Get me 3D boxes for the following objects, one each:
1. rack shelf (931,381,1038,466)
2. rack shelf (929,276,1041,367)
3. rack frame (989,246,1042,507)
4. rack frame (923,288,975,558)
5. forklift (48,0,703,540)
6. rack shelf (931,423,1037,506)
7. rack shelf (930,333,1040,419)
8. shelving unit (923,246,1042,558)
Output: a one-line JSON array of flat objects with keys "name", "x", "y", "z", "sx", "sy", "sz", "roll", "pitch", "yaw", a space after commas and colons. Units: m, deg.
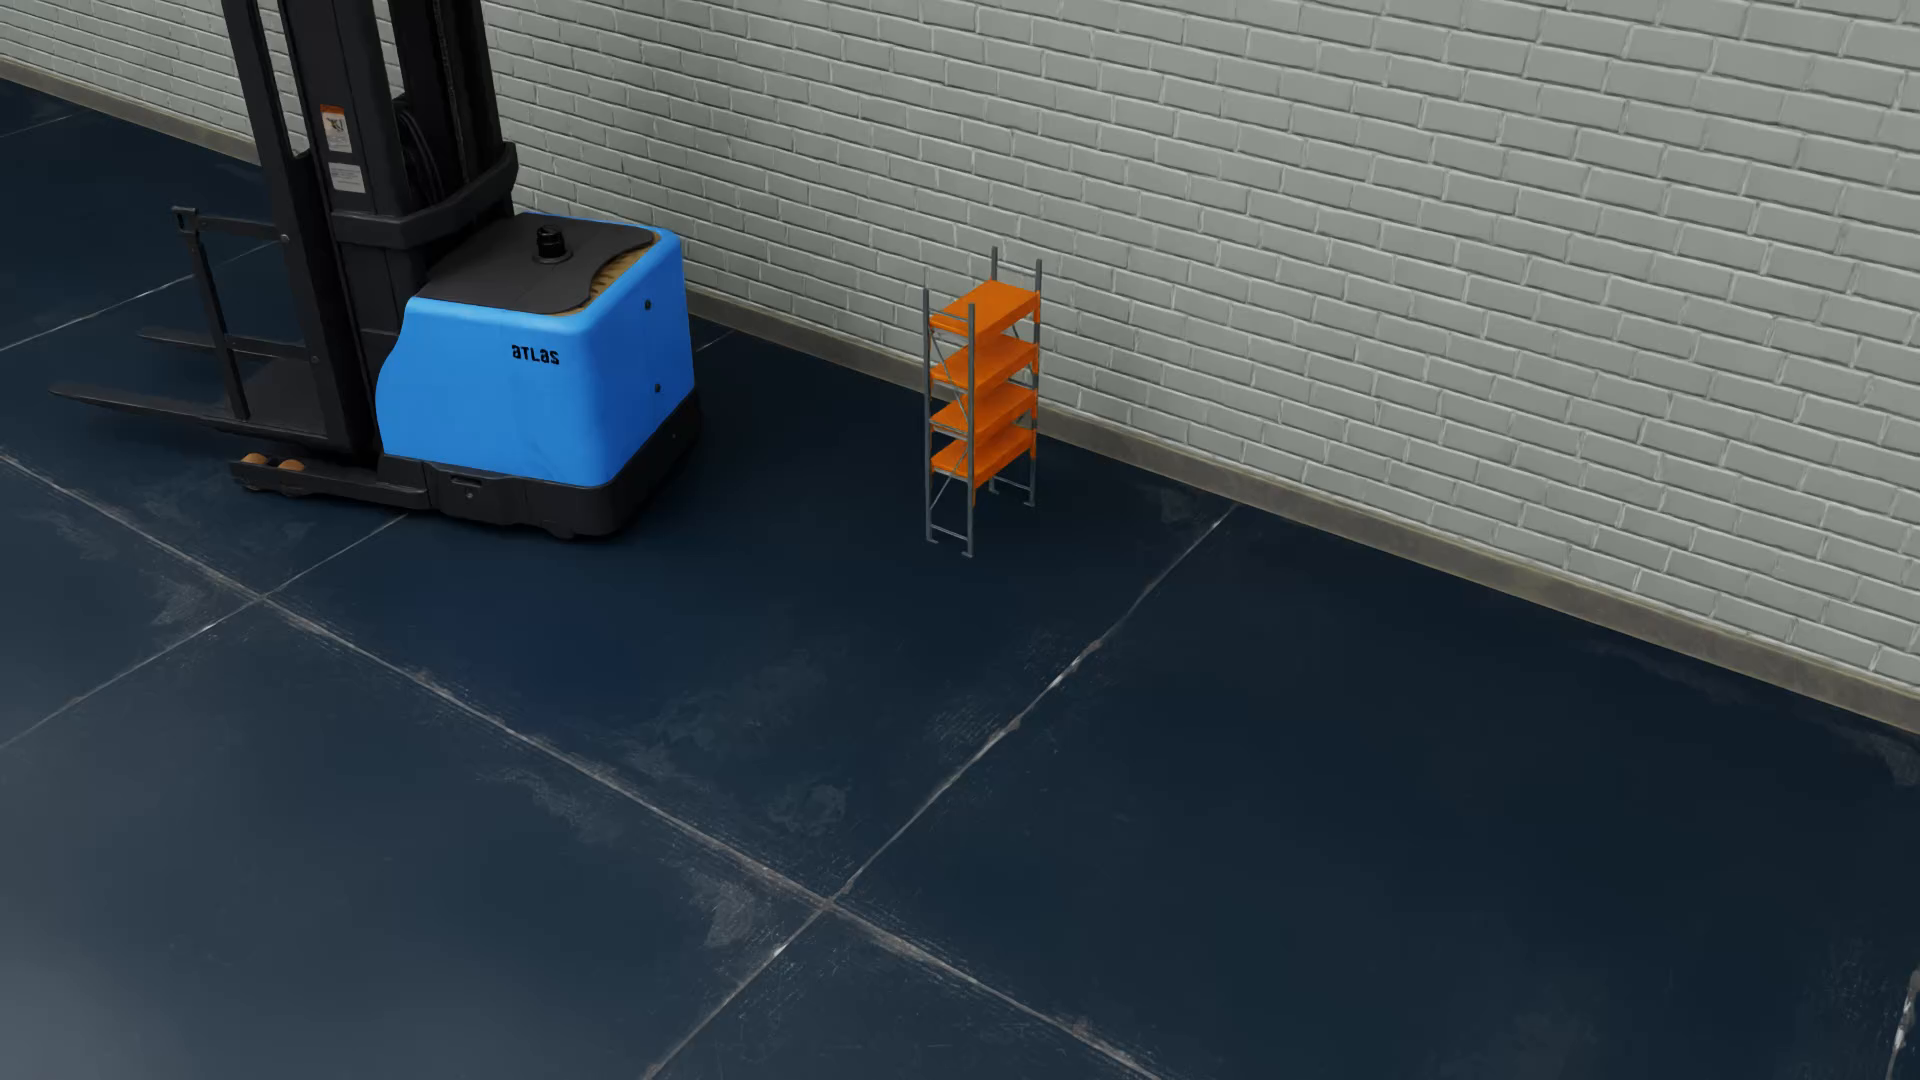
[{"name": "rack shelf", "x": 0.094, "y": -0.517, "z": 7.064, "sx": 0.258, "sy": 0.148, "sz": 0.480, "roll": 21, "pitch": 39, "yaw": 28}, {"name": "rack shelf", "x": 0.094, "y": -0.899, "z": 6.806, "sx": 0.258, "sy": 0.148, "sz": 0.480, "roll": 21, "pitch": 39, "yaw": 28}, {"name": "rack frame", "x": 0.234, "y": -0.685, "z": 7.193, "sx": 0.240, "sy": 1.200, "sz": 0.015, "roll": 21, "pitch": 39, "yaw": 28}, {"name": "rack frame", "x": -0.045, "y": -0.461, "z": 6.860, "sx": 0.240, "sy": 1.200, "sz": 0.015, "roll": 21, "pitch": 39, "yaw": 28}, {"name": "forklift", "x": -2.798, "y": -1.682, "z": 7.120, "sx": 3.031, "sy": 2.935, "sz": 1.130, "roll": 9, "pitch": 35, "yaw": 14}, {"name": "rack shelf", "x": 0.094, "y": -0.353, "z": 7.175, "sx": 0.258, "sy": 0.148, "sz": 0.480, "roll": 21, "pitch": 39, "yaw": 28}, {"name": "rack shelf", "x": 0.094, "y": -0.703, "z": 6.939, "sx": 0.258, "sy": 0.148, "sz": 0.480, "roll": 21, "pitch": 39, "yaw": 28}, {"name": "shelving unit", "x": 0.094, "y": -0.573, "z": 7.027, "sx": 0.258, "sy": 1.200, "sz": 0.503, "roll": 21, "pitch": 39, "yaw": 28}]
